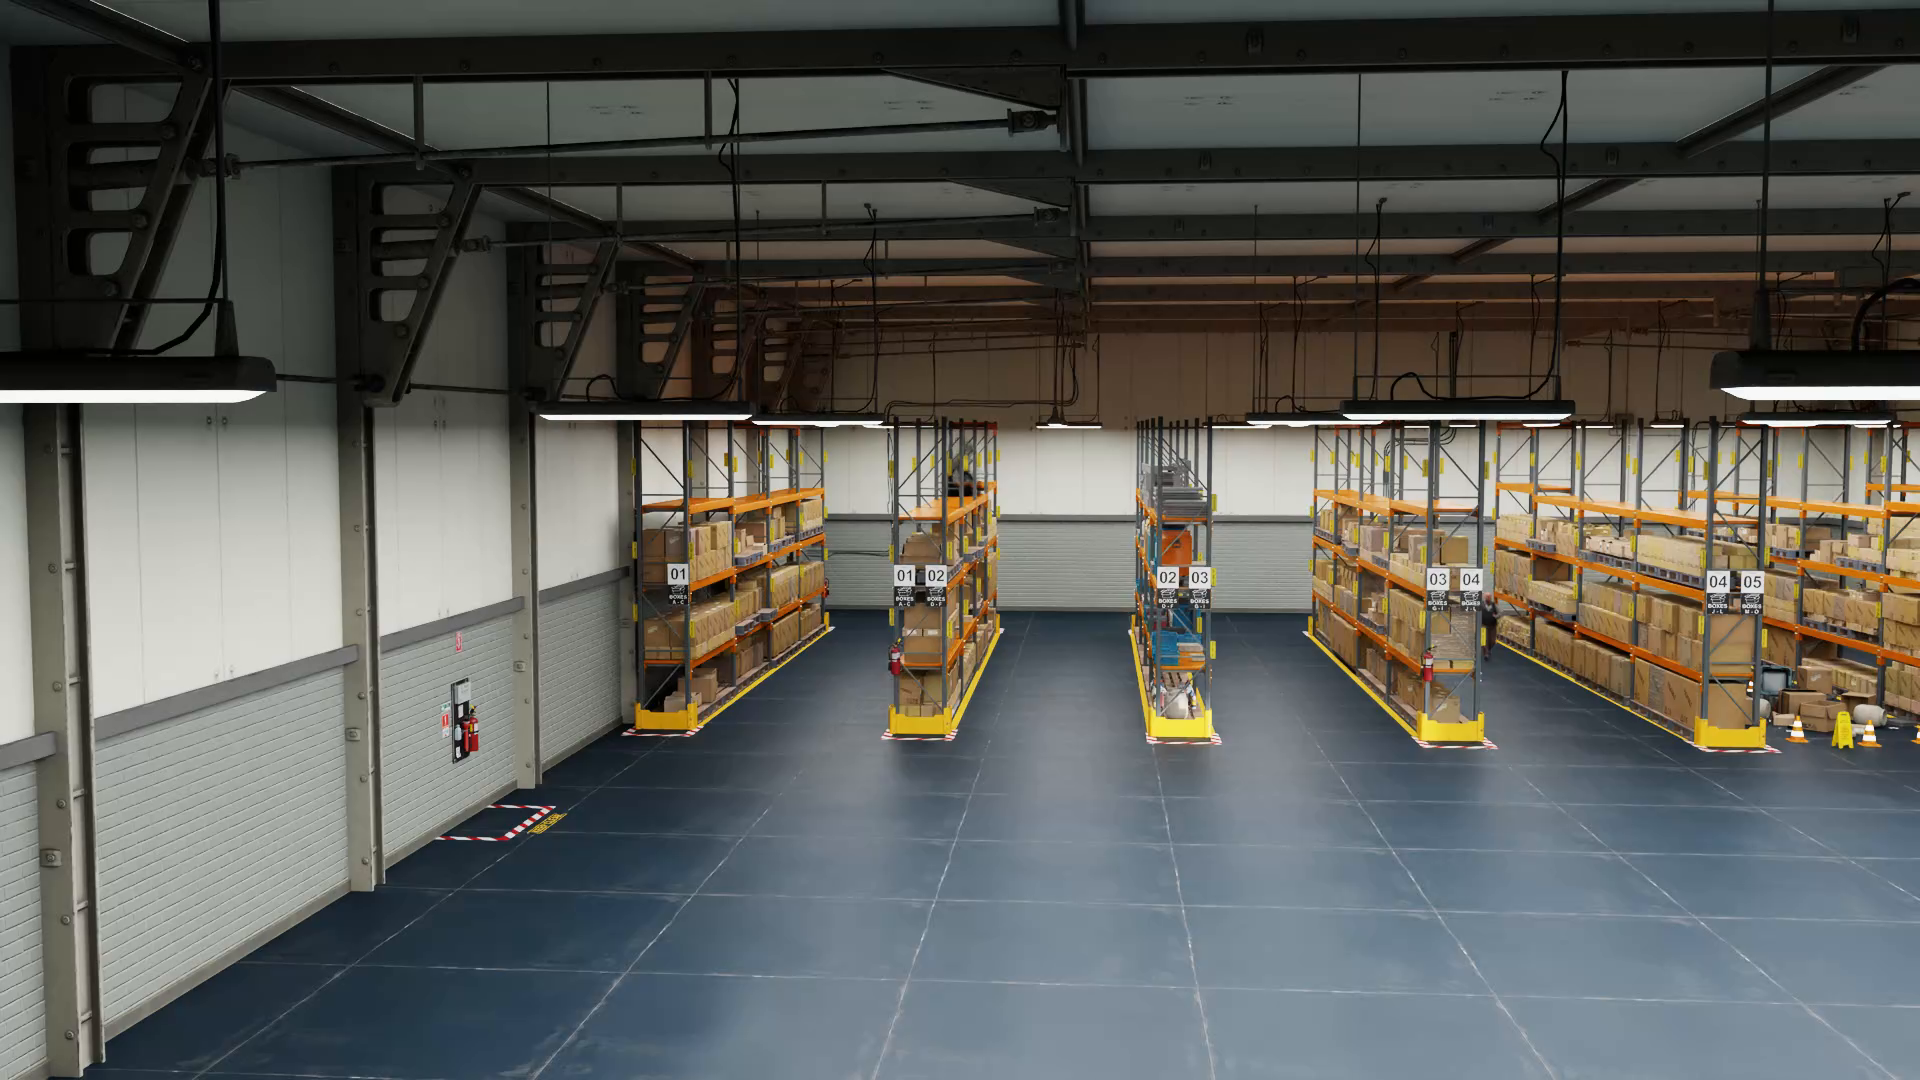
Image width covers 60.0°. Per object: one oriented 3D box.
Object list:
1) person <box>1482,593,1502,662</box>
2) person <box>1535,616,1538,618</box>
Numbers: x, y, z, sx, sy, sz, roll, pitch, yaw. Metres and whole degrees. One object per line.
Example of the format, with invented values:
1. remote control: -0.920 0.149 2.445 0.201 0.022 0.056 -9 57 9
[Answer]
1. person: 13.147 2.159 41.441 0.667 1.699 0.919 0 4 5
2. person: 16.304 1.838 47.401 0.786 1.657 0.738 3 5 41
